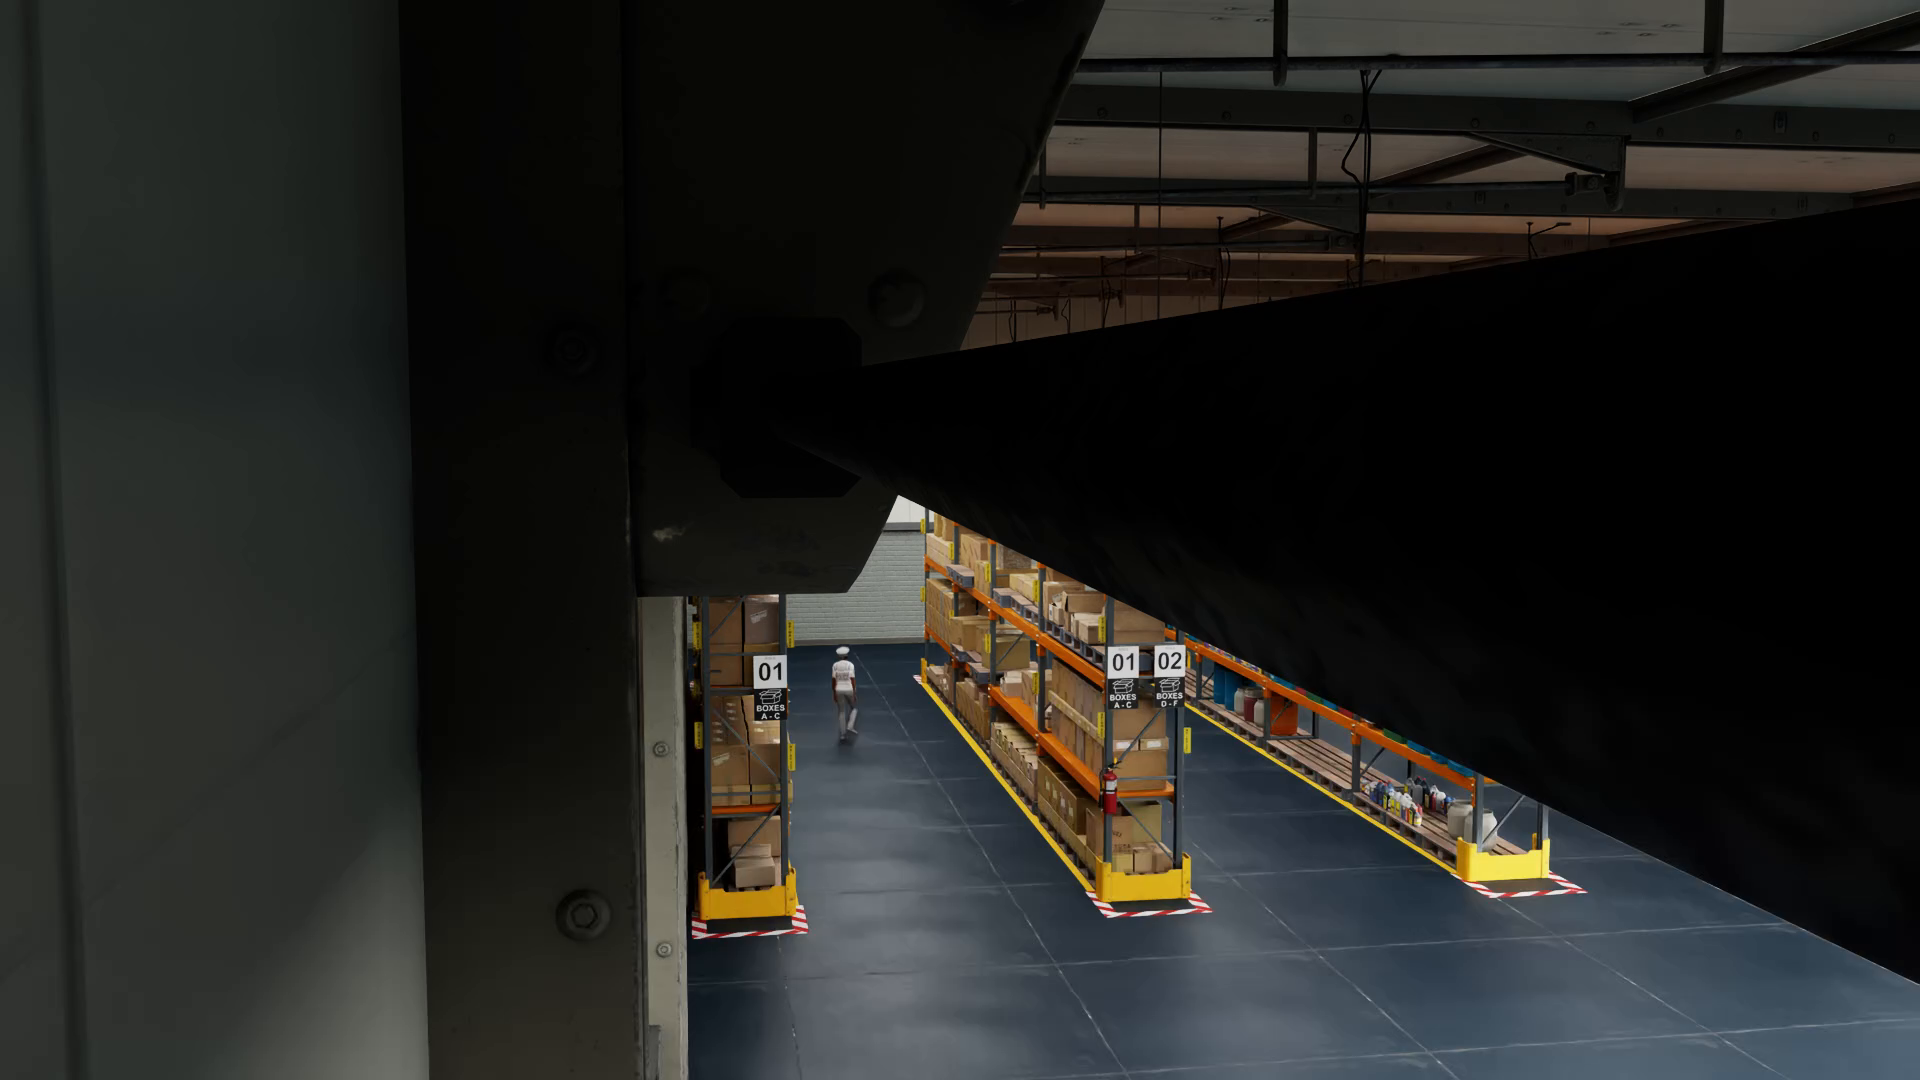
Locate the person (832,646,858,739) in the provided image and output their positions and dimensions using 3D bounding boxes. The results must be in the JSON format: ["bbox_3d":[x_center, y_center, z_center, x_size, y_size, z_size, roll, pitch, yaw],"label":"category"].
[{"bbox_3d":[-2.107,2.797,30.548,0.501,1.679,0.448,1,5,7],"label":"person"}]
